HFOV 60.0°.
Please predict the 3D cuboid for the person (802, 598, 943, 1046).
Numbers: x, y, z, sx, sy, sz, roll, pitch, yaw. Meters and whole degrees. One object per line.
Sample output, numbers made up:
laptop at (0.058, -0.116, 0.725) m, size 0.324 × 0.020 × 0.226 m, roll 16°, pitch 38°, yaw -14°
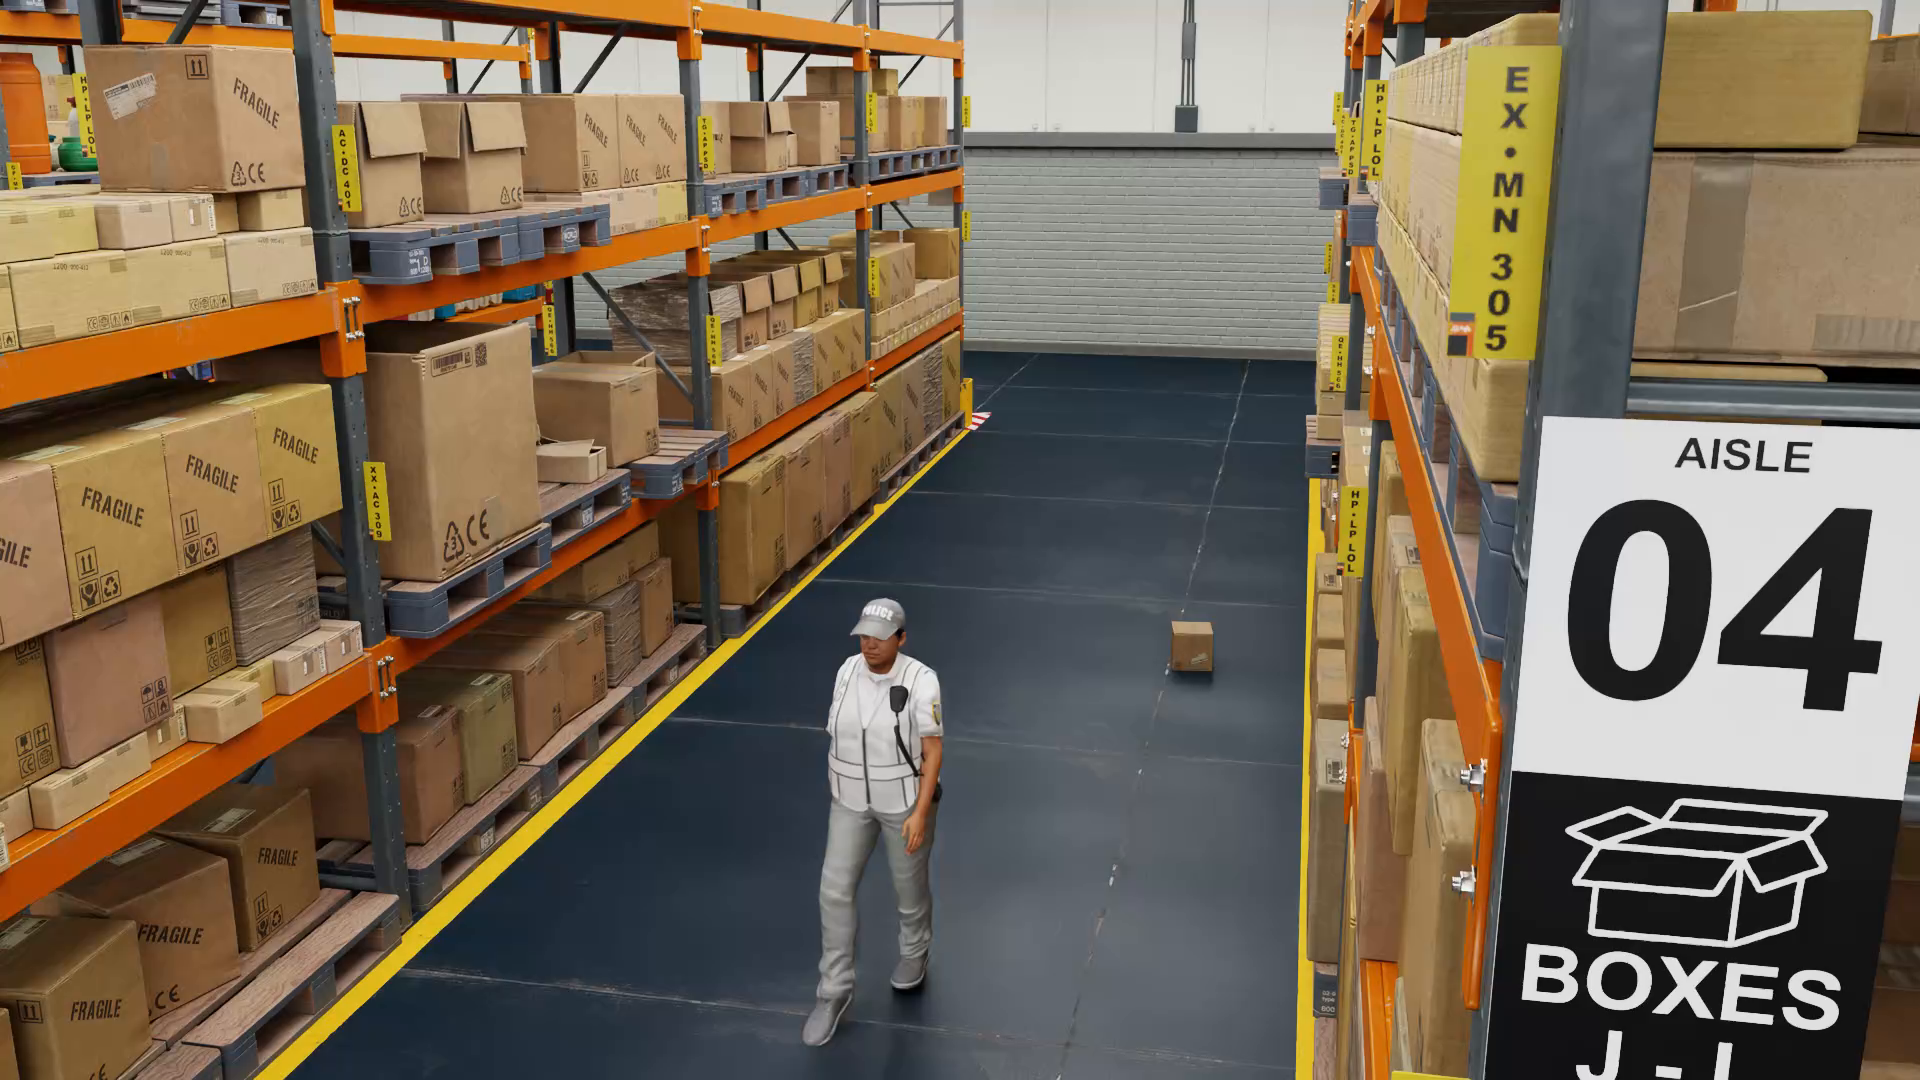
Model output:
person at (-0.318, 1.072, 6.470) m, size 0.488 × 1.694 × 0.726 m, roll 4°, pitch 15°, yaw 16°
